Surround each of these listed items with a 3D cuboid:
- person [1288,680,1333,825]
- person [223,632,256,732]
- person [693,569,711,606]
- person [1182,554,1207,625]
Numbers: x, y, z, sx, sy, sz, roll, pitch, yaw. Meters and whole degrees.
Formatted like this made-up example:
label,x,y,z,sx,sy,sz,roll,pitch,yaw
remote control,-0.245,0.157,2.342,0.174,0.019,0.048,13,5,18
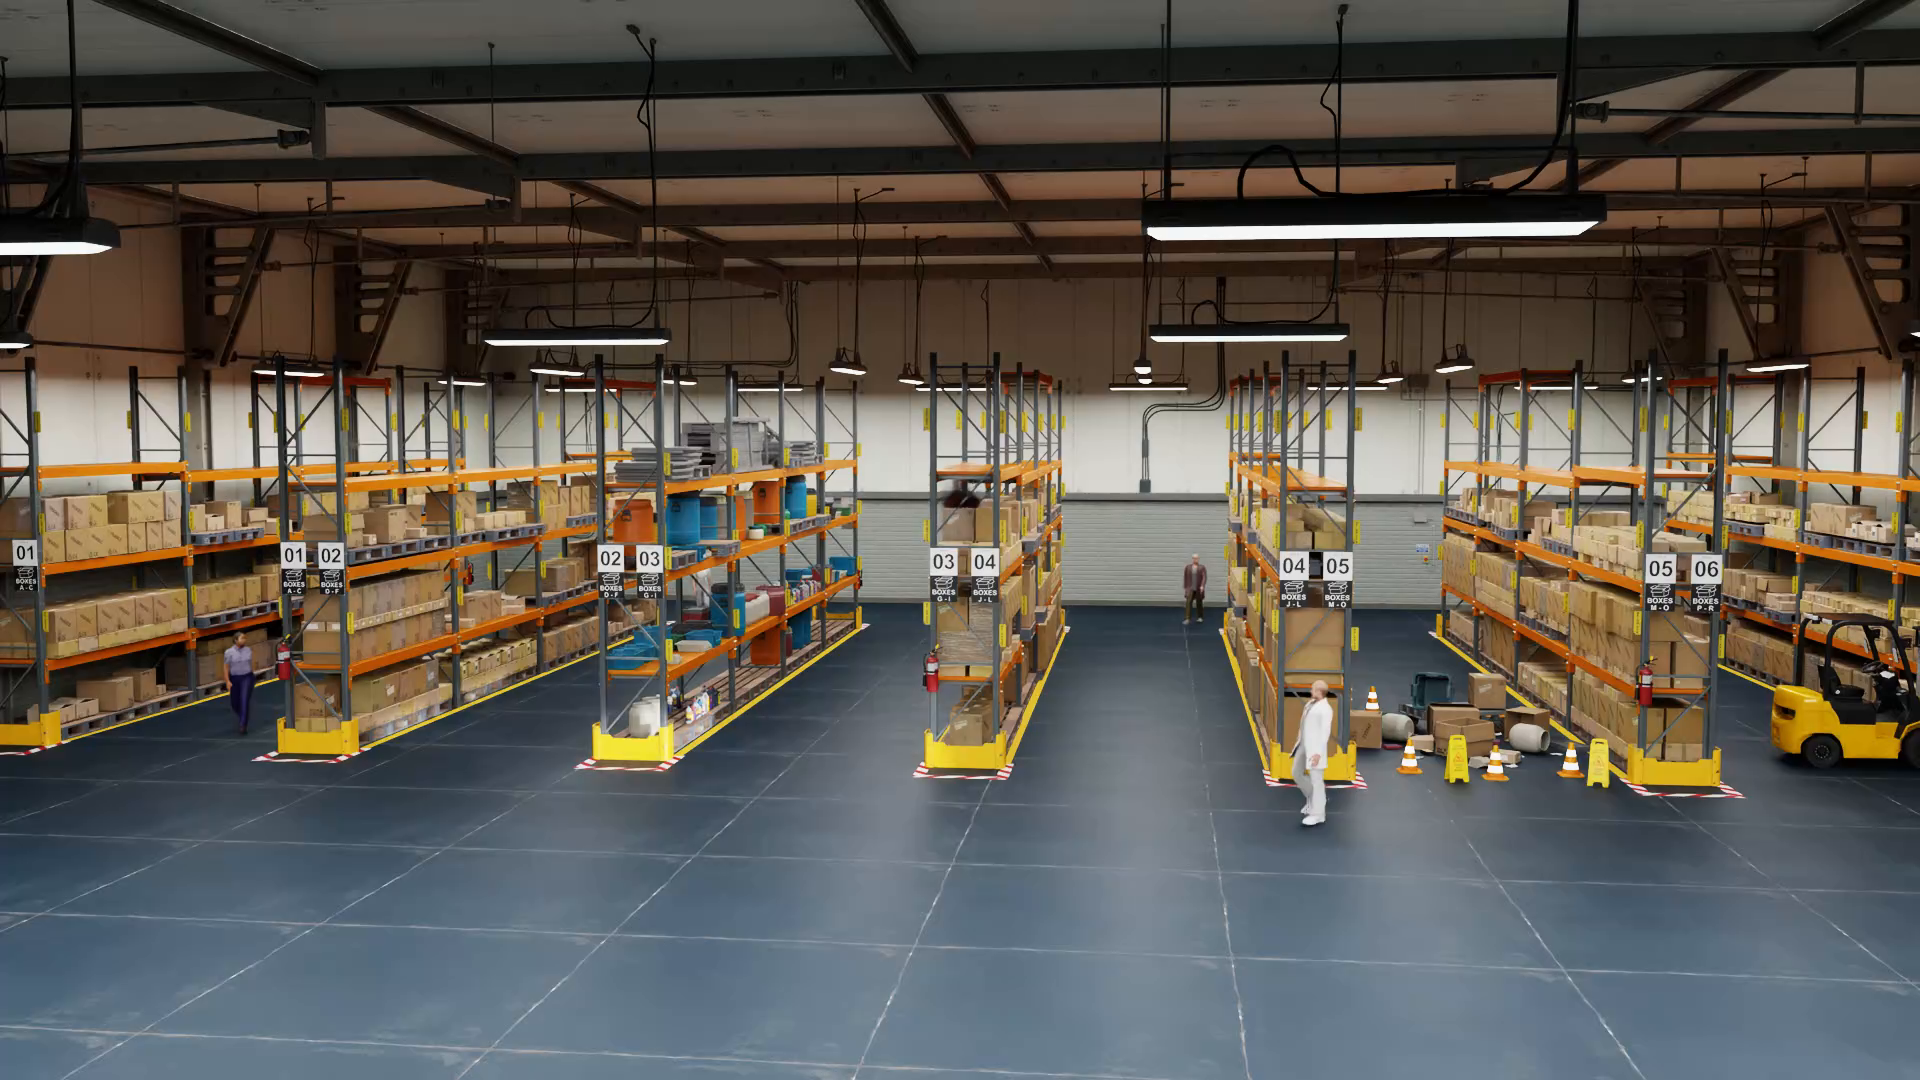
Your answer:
label,x,y,z,sx,sy,sz,roll,pitch,yaw
person,4.409,2.631,20.862,0.516,1.776,0.664,-2,4,-21
person,-11.697,2.281,27.064,0.455,1.594,0.898,-1,4,-8
person,-6.410,1.260,41.349,0.458,1.625,0.974,-1,4,-10
person,5.773,1.307,41.021,0.609,1.525,1.084,1,4,20
